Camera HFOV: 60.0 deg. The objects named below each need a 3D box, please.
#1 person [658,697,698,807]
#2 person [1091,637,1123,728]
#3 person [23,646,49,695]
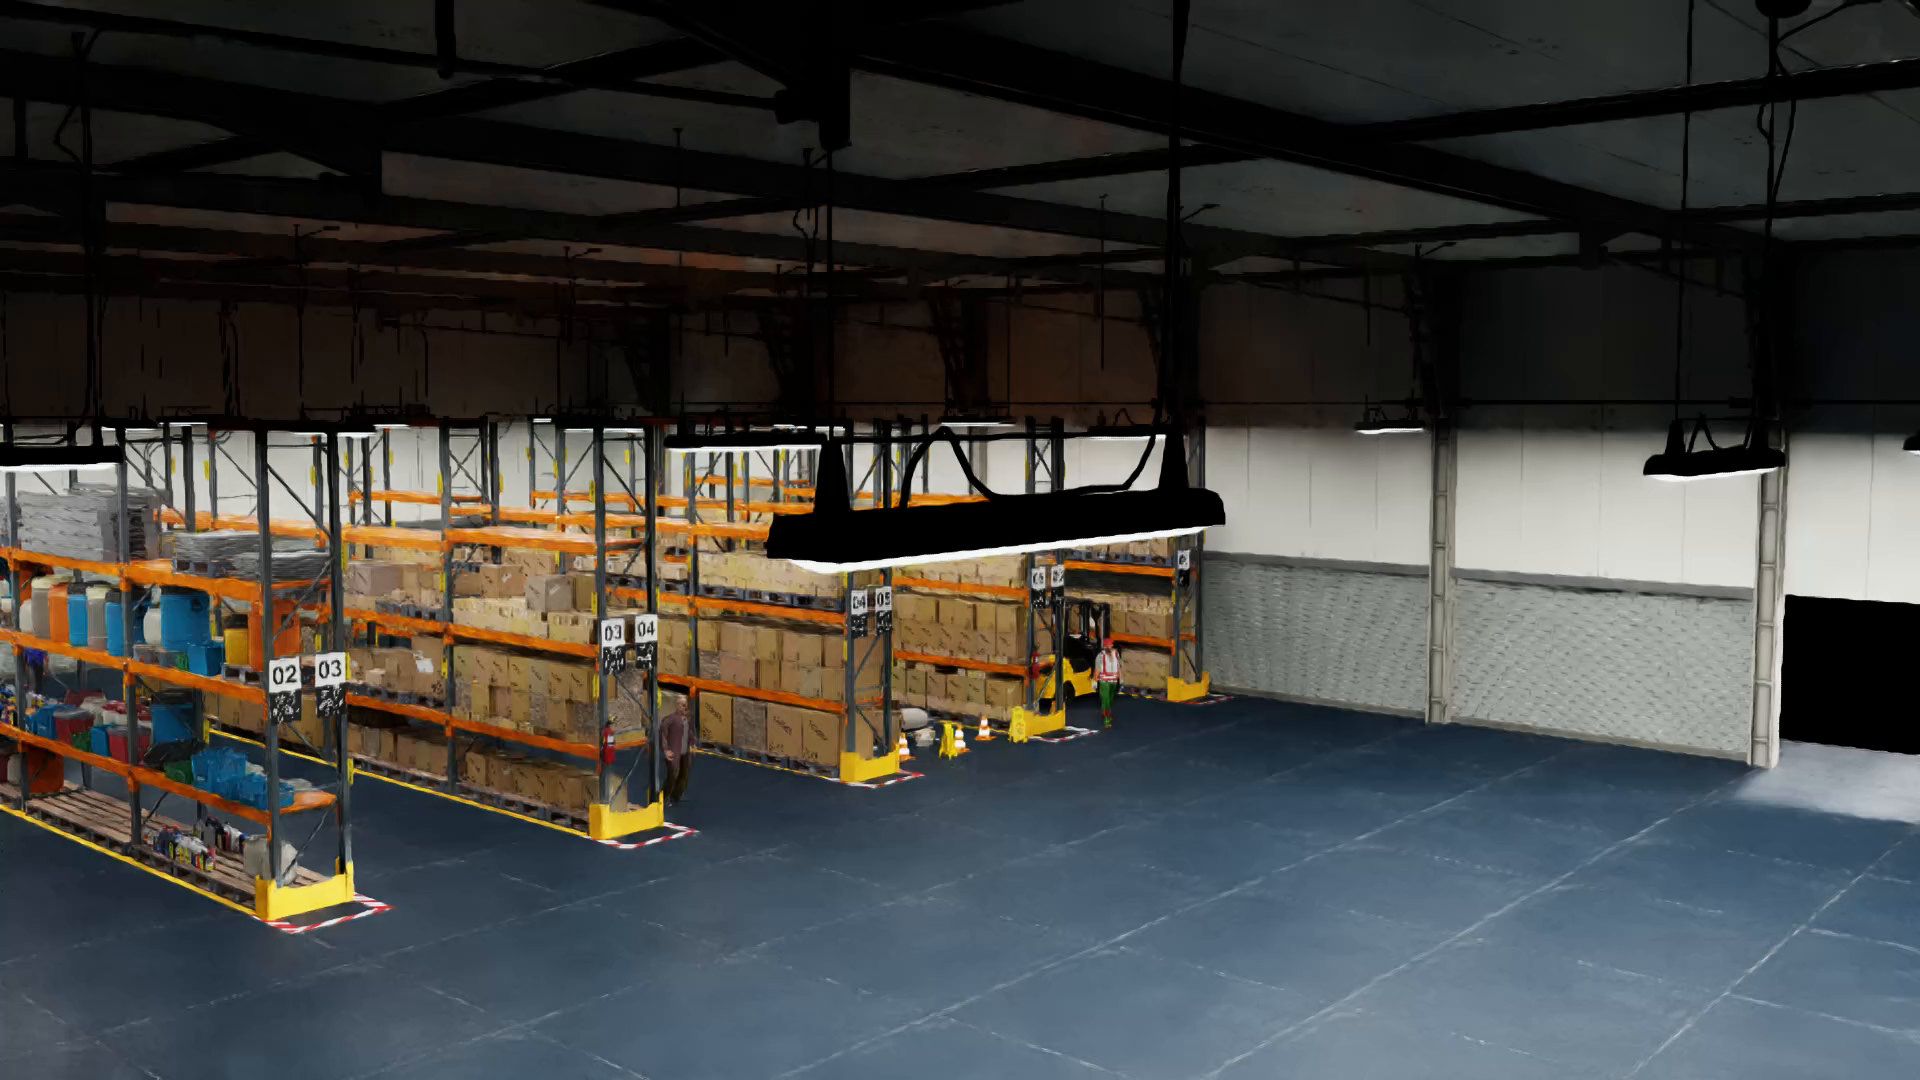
[{"bbox_3d":[-4.454,3.303,26.094,0.541,1.732,0.729,4,6,38],"label":"person"},{"bbox_3d":[2.904,2.764,32.516,0.614,1.761,0.941,-2,5,-26],"label":"person"},{"bbox_3d":[-19.115,2.665,34.414,0.443,1.587,0.991,-4,6,-40],"label":"person"}]
